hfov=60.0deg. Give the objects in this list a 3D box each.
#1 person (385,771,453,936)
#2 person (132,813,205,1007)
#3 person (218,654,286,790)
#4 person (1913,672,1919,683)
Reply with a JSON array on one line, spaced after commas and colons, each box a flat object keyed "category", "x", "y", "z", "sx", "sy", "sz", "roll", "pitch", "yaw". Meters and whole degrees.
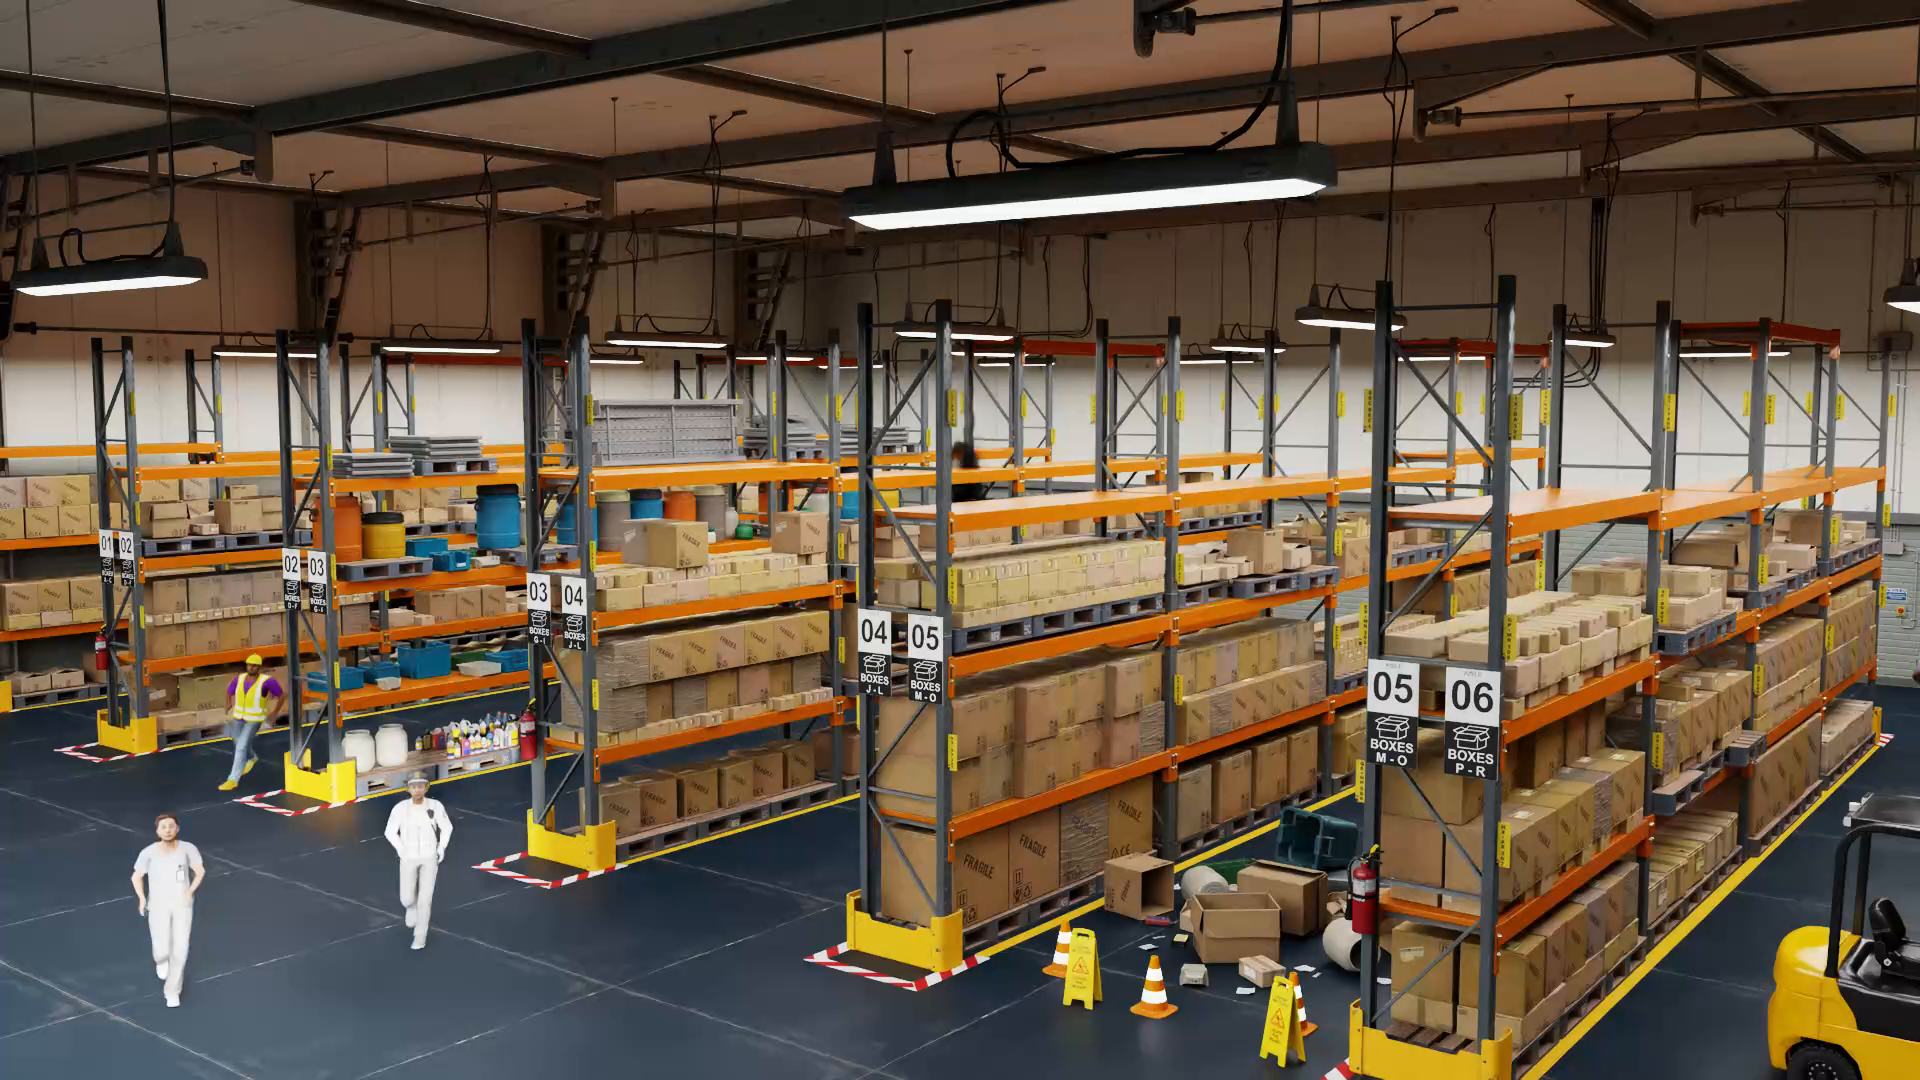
[{"category": "person", "x": -5.082, "y": 2.950, "z": 15.642, "sx": 0.608, "sy": 1.596, "sz": 0.535, "roll": -2, "pitch": 5, "yaw": -17}, {"category": "person", "x": -6.745, "y": 3.128, "z": 14.205, "sx": 0.565, "sy": 1.623, "sz": 0.573, "roll": -3, "pitch": 6, "yaw": -28}, {"category": "person", "x": -9.397, "y": 2.373, "z": 22.009, "sx": 0.764, "sy": 1.729, "sz": 0.962, "roll": 1, "pitch": 5, "yaw": 9}, {"category": "person", "x": 14.391, "y": 2.262, "z": 24.514, "sx": 0.629, "sy": 1.628, "sz": 0.540, "roll": 1, "pitch": 5, "yaw": 12}]
